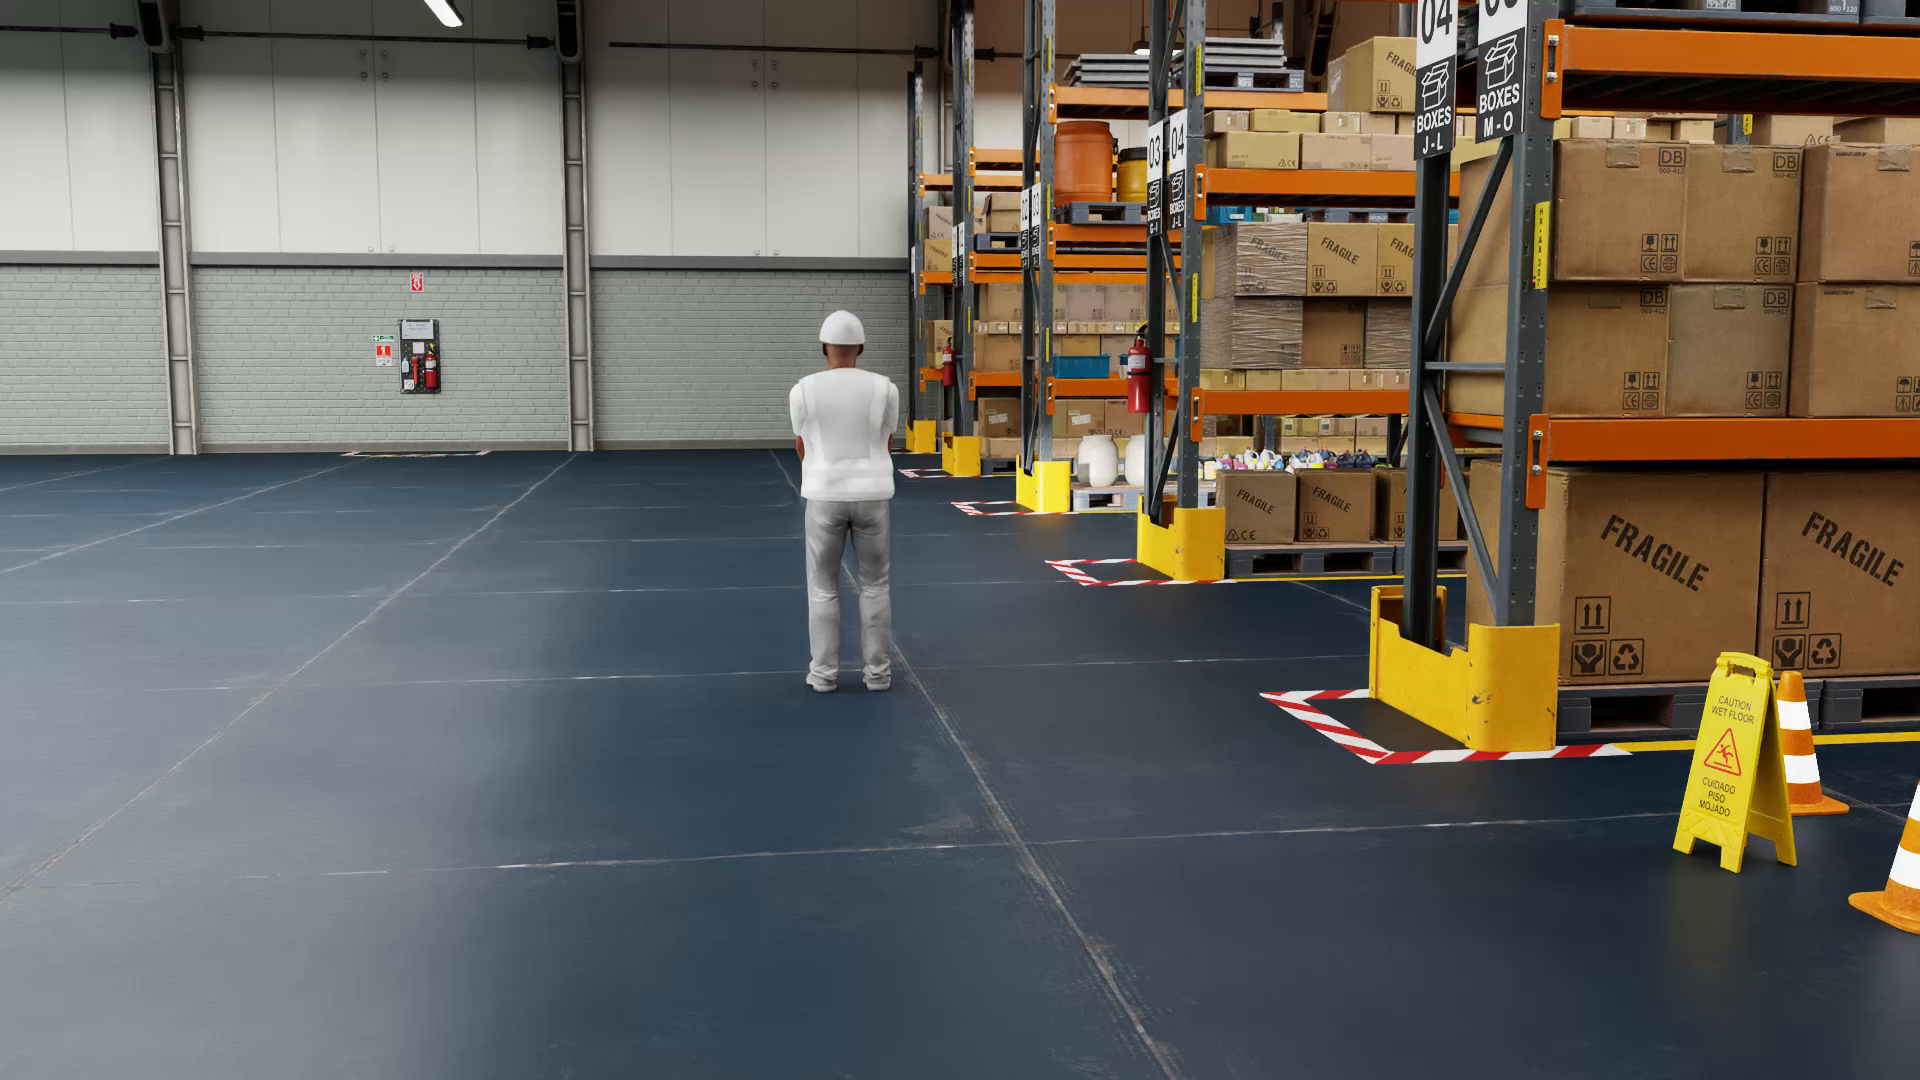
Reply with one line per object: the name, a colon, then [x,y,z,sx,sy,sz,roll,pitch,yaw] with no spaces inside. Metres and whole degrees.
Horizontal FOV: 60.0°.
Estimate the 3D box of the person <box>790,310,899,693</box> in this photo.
person: [-0.546,-0.188,7.802,0.503,1.760,0.577,-1,7,-8]
